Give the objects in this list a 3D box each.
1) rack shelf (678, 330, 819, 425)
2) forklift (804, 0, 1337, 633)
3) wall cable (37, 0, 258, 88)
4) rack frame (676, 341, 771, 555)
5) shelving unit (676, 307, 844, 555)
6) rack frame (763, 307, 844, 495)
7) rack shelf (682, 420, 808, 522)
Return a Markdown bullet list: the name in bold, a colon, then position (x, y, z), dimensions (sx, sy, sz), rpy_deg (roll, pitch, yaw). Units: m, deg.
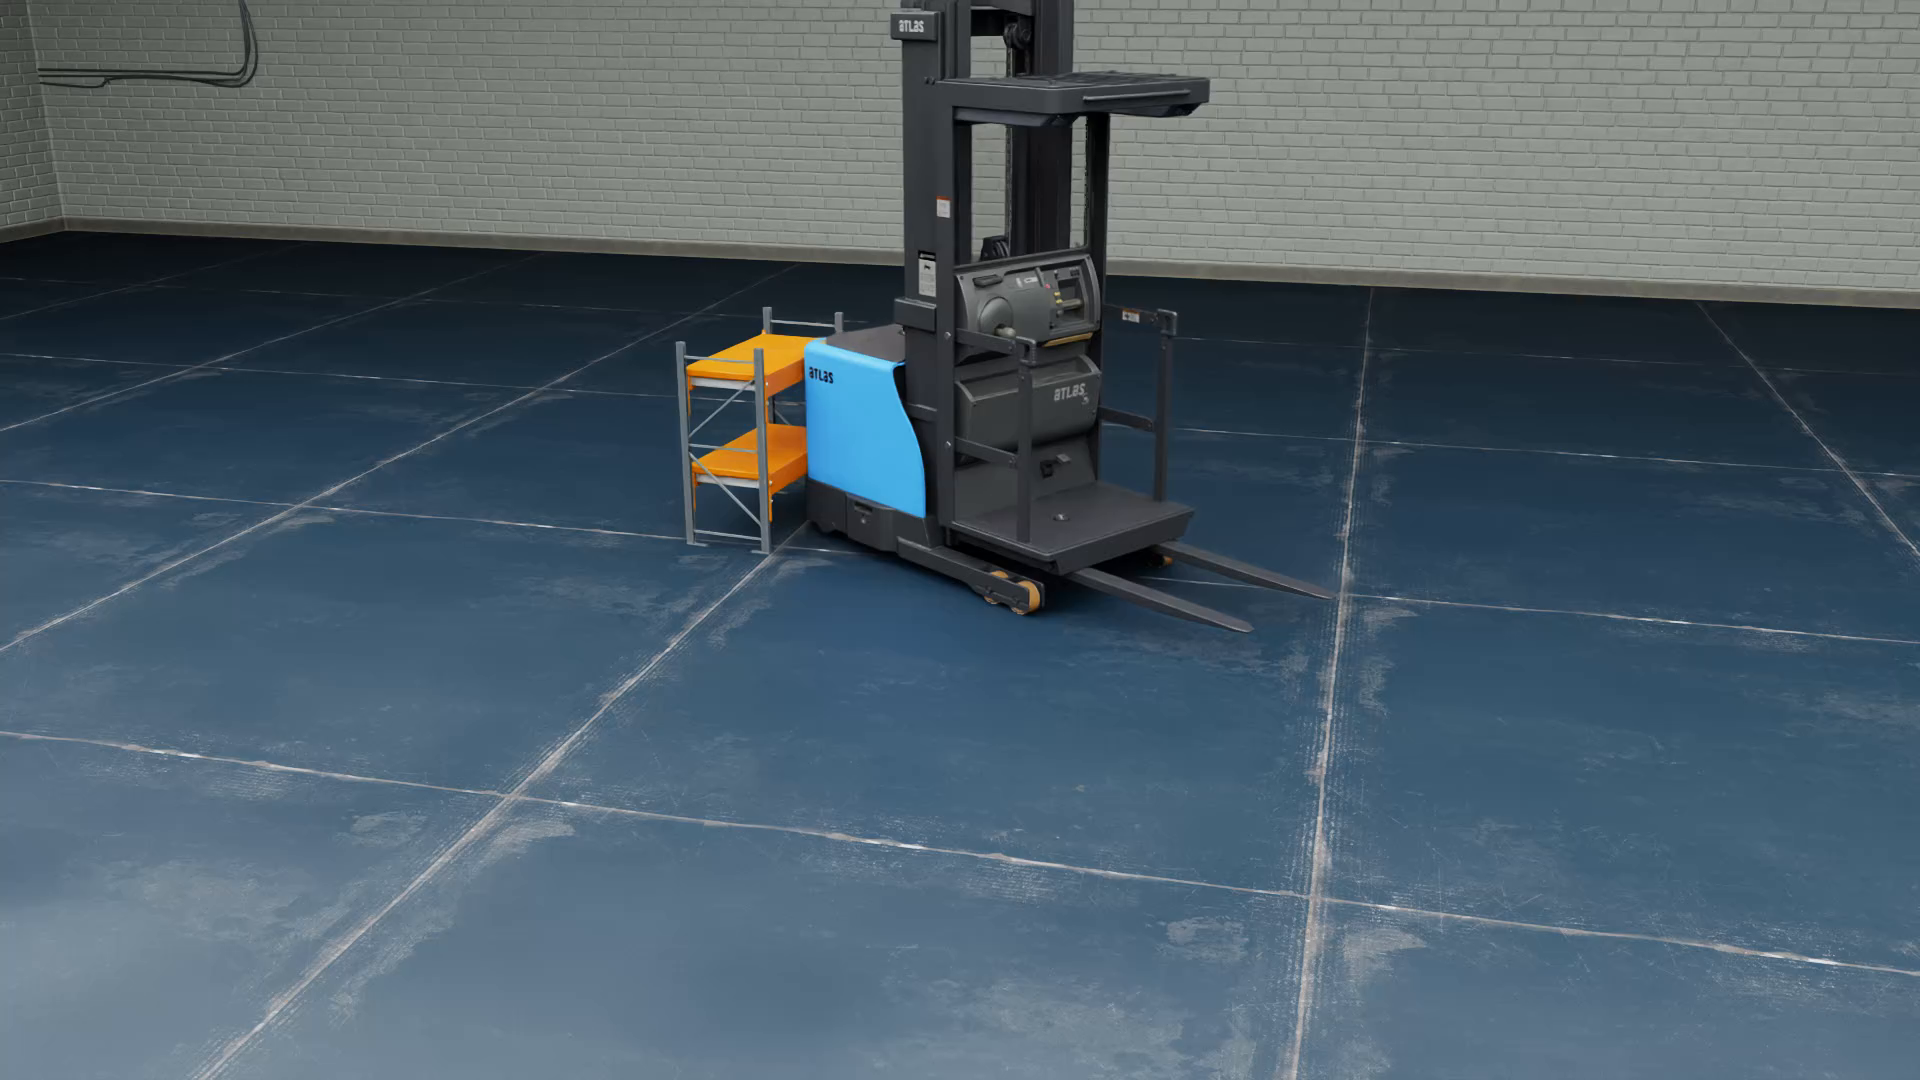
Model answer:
- **rack shelf**: position (-1.082, -0.916, 9.225), dimensions (0.538, 0.278, 1.000), rpy_deg (7, 20, 19)
- **forklift**: position (0.495, -1.206, 8.184), dimensions (1.130, 2.935, 3.031), rpy_deg (-16, 25, -39)
- **wall cable**: position (-9.457, -6.426, 18.883), dimensions (3.097, 2.526, 0.112), rpy_deg (5, 19, 13)
- **rack frame**: position (-1.258, -0.485, 8.868), dimensions (0.500, 1.125, 0.032), rpy_deg (7, 20, 19)
- **shelving unit**: position (-1.082, -0.639, 9.320), dimensions (0.538, 1.125, 1.048), rpy_deg (7, 20, 19)
- **rack frame**: position (-0.906, -0.794, 9.771), dimensions (0.500, 1.125, 0.032), rpy_deg (7, 20, 19)
- **rack shelf**: position (-1.082, -0.408, 9.399), dimensions (0.538, 0.278, 1.000), rpy_deg (7, 20, 19)
